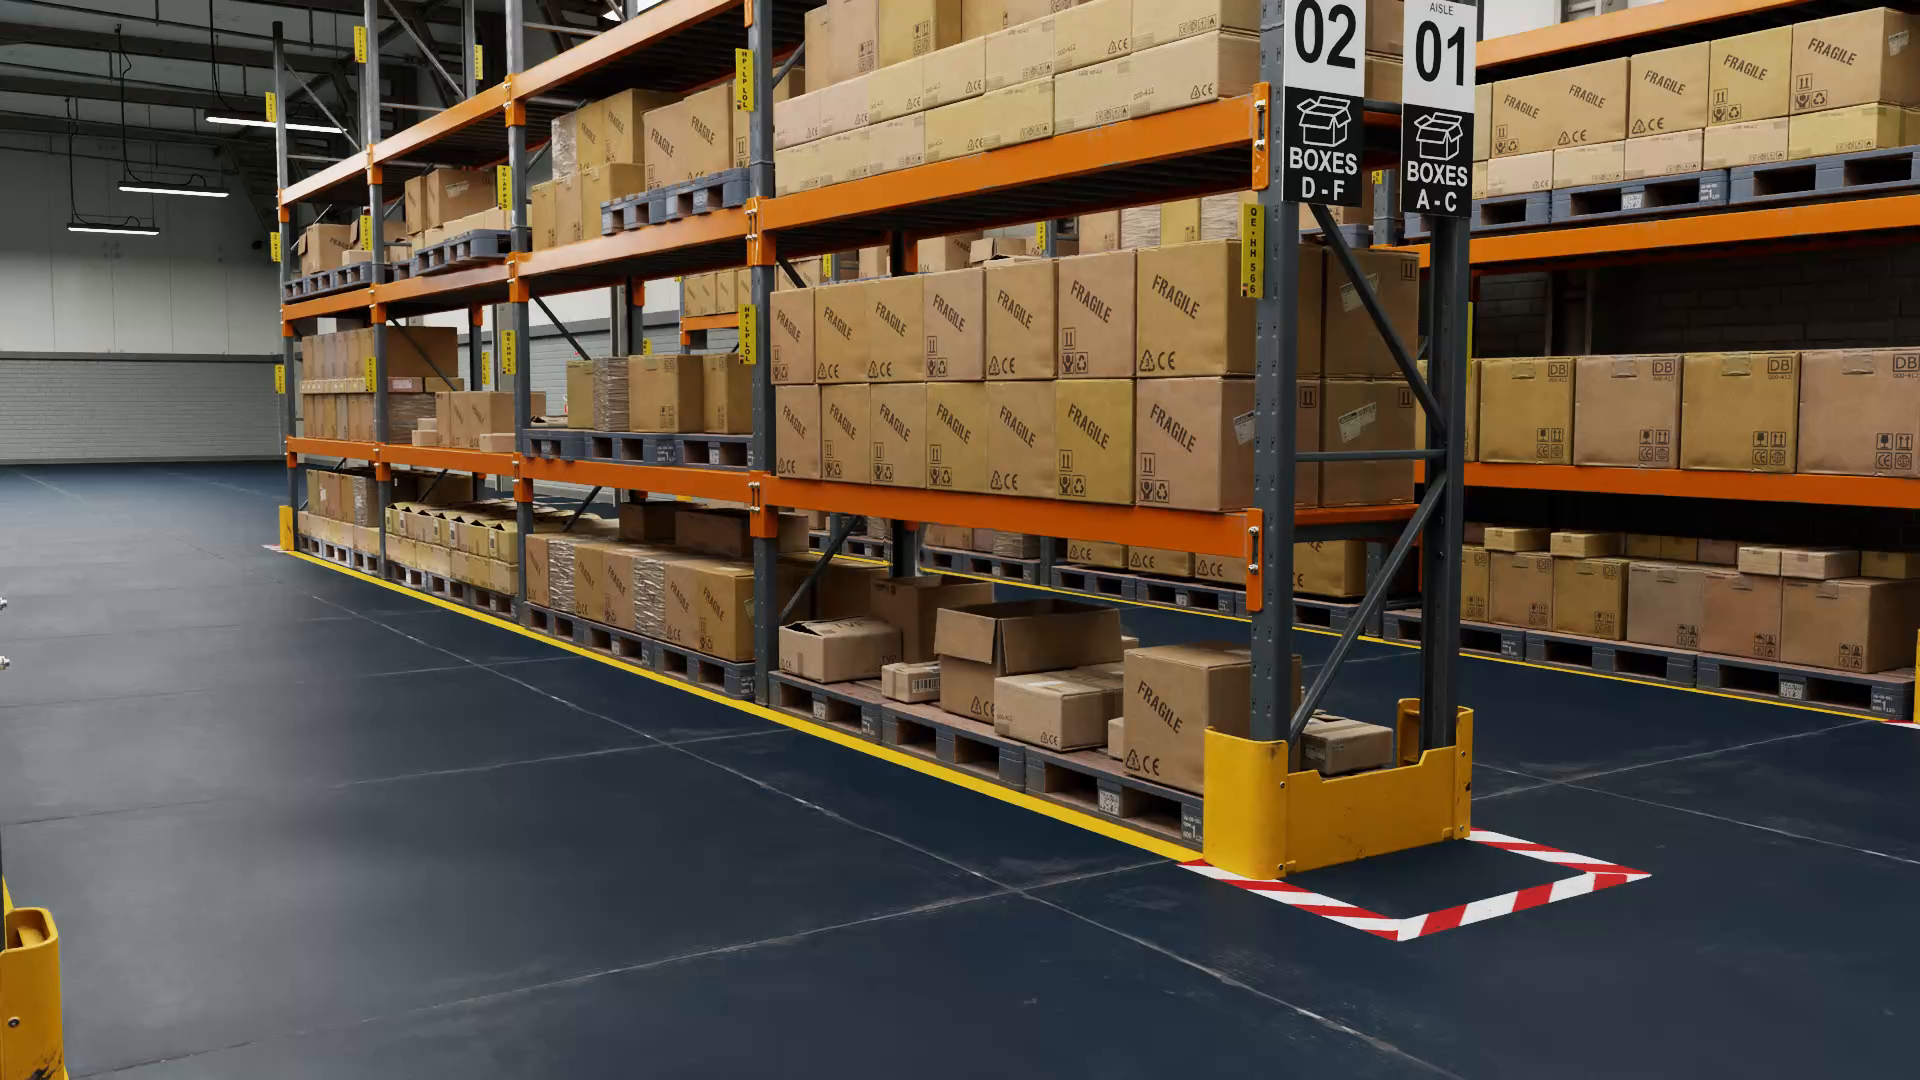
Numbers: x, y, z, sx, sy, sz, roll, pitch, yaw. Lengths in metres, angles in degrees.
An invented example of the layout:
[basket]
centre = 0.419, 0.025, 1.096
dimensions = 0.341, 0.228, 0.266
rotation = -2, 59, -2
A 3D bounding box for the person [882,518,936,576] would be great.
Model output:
[person]
centre = -0.392, -0.222, 13.106
dimensions = 0.450, 1.641, 0.786
rotation = -2, 5, -21
